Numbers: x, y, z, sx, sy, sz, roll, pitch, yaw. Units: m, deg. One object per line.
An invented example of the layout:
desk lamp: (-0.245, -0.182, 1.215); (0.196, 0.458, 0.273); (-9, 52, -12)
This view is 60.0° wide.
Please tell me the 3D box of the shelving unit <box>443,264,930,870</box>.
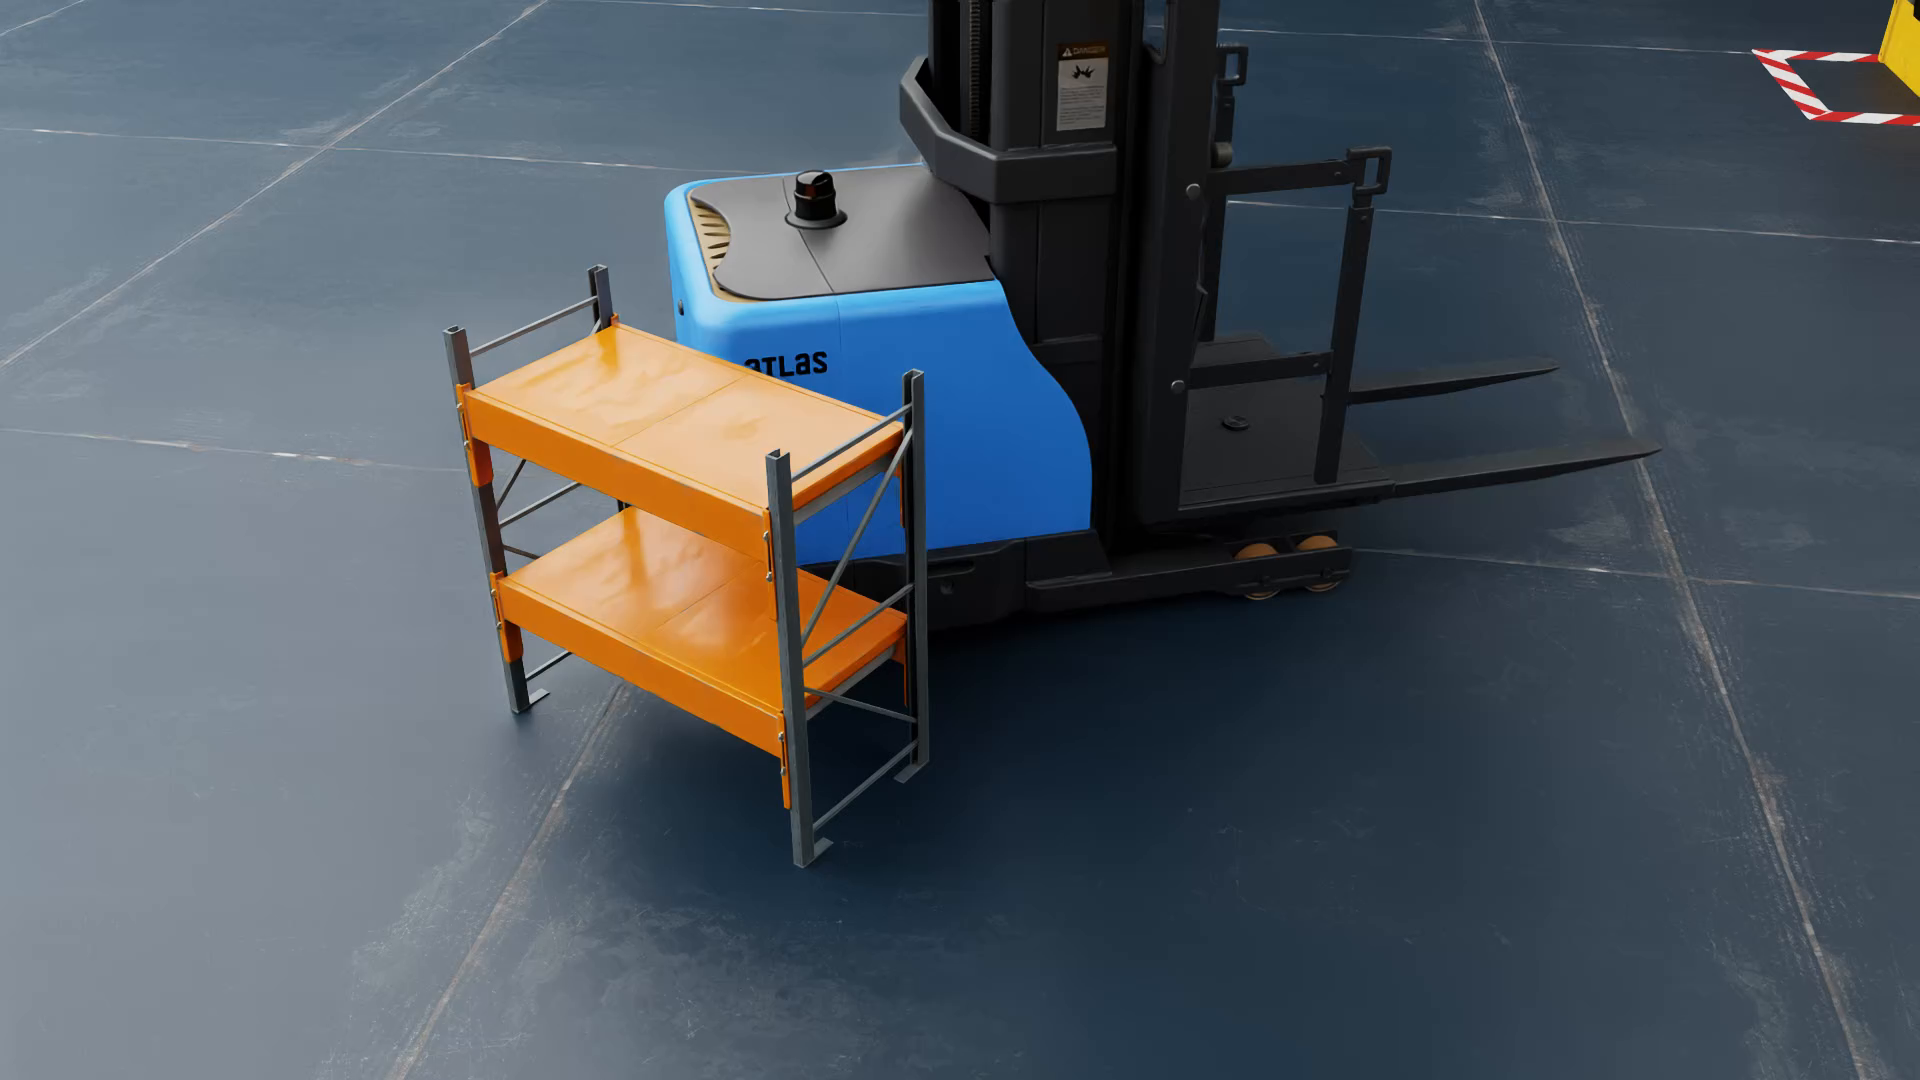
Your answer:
shelving unit: (-0.649, 0.042, 4.123); (1.048, 1.125, 0.538); (21, 38, 30)

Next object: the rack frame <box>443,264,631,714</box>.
rack frame: (-1.059, -0.118, 4.378); (0.032, 1.125, 0.500); (21, 38, 30)

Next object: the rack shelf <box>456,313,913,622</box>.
rack shelf: (-0.649, -0.206, 3.967); (1.000, 0.278, 0.538); (21, 38, 30)

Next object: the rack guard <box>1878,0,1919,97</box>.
rack guard: (5.464, -2.741, 9.157); (0.348, 0.500, 1.175); (5, 32, 8)

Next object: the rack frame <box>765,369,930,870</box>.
rack frame: (-0.240, 0.202, 3.867); (0.032, 1.125, 0.500); (21, 38, 30)

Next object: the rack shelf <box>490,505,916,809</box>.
rack shelf: (-0.649, 0.249, 4.252); (1.000, 0.278, 0.538); (21, 38, 30)

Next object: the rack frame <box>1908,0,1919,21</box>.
rack frame: (5.381, -3.782, 8.466); (0.127, 3.000, 1.000); (5, 32, 8)

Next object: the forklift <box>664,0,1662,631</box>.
forklift: (0.689, -1.329, 4.610); (3.031, 2.935, 1.130); (-7, 33, -11)
